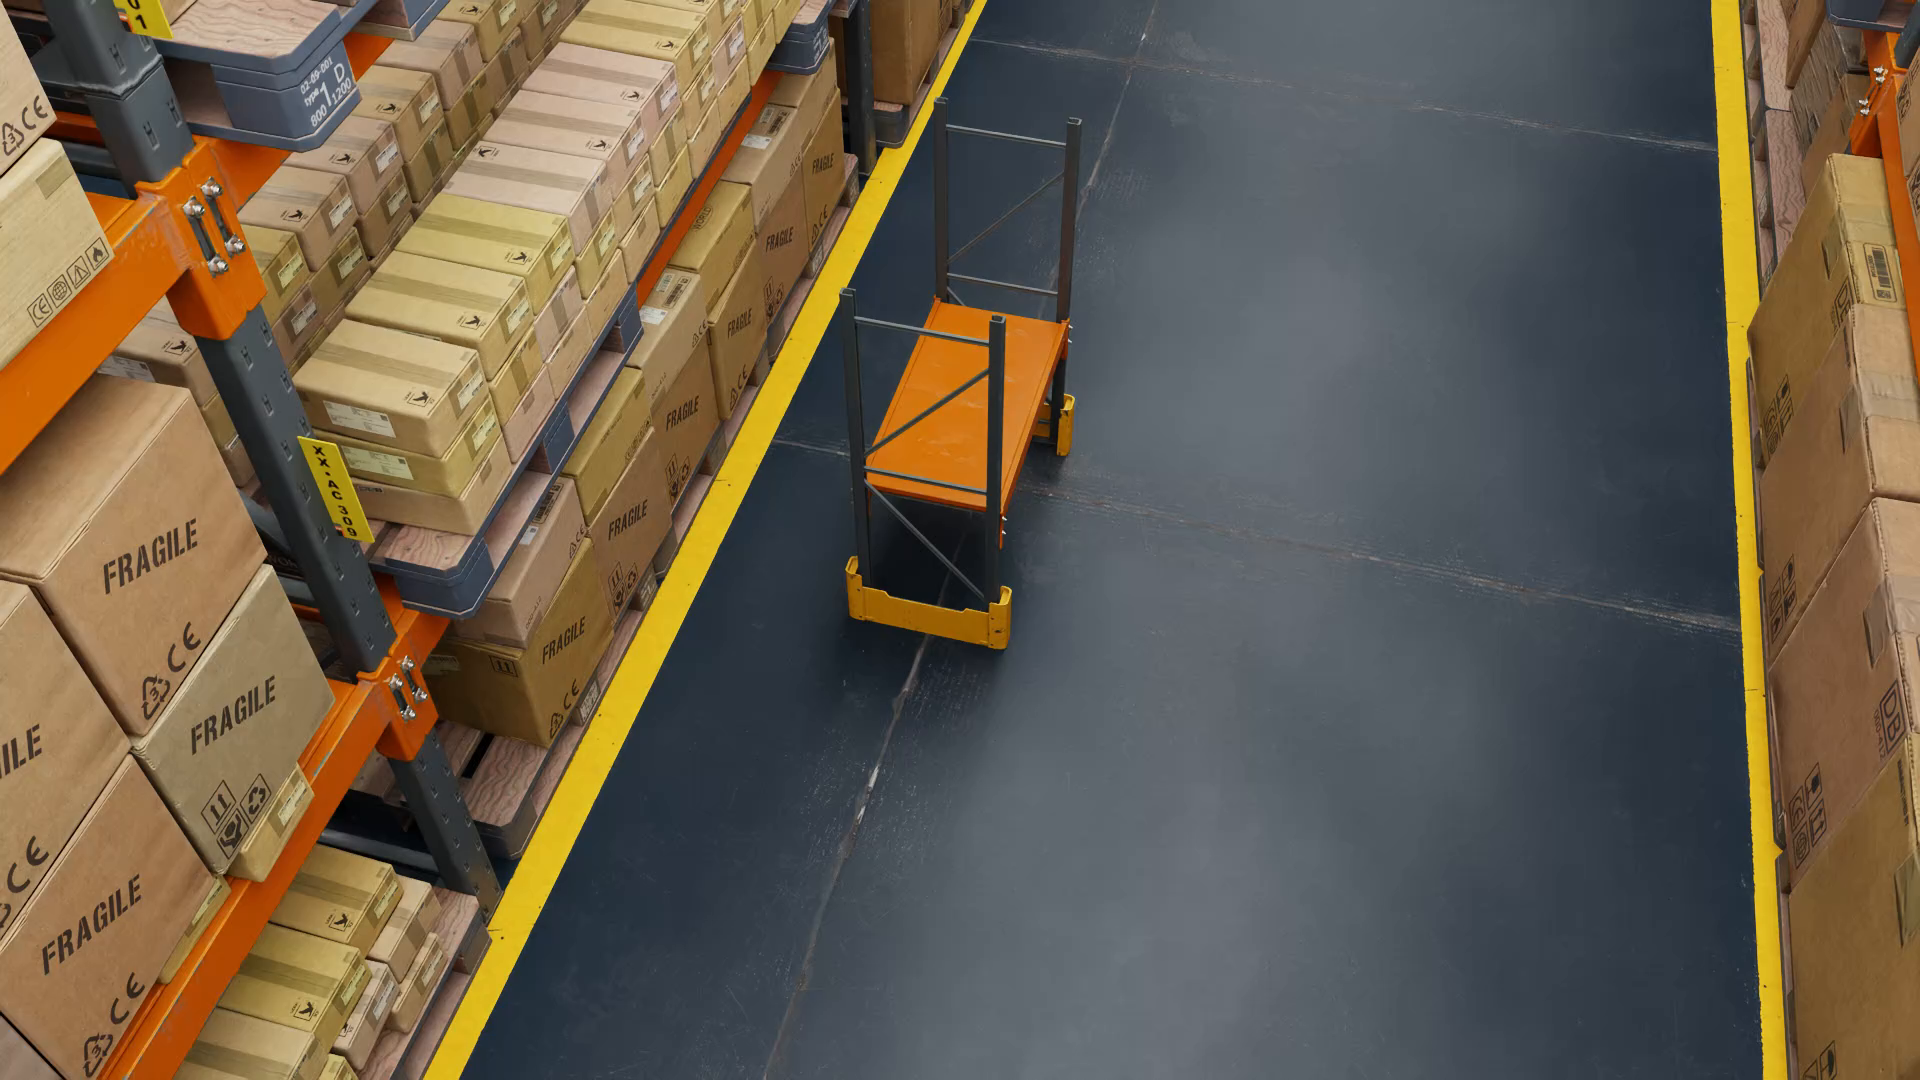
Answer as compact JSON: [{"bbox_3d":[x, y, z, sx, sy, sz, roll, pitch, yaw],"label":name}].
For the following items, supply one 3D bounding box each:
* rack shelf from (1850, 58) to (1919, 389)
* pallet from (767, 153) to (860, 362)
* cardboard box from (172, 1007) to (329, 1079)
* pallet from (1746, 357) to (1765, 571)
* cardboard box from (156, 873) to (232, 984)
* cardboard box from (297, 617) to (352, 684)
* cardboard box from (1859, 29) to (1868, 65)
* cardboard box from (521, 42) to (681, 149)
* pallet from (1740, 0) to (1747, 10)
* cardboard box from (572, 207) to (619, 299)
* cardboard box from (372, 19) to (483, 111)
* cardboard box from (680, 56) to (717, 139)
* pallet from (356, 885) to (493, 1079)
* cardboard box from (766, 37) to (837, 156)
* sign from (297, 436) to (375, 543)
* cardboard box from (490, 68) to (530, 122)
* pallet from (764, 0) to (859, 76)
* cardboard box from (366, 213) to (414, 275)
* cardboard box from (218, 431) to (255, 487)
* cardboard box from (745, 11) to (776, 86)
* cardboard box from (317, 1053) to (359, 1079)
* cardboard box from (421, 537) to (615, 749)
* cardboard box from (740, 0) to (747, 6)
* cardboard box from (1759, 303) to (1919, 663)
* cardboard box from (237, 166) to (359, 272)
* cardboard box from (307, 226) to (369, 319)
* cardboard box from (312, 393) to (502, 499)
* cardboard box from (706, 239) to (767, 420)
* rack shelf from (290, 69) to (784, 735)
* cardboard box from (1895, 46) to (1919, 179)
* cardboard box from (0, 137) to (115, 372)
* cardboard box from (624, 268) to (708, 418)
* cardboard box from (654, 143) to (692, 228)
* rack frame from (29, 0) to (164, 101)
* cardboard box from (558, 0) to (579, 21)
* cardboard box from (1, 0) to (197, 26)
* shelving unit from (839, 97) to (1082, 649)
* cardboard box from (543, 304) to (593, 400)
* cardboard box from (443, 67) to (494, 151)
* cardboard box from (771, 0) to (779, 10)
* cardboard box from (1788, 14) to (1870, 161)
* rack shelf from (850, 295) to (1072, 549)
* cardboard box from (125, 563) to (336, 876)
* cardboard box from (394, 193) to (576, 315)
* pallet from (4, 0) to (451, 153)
[{"bbox_3d":[3.345,-0.083,4.802,1.077,0.370,4.000,12,50,10],"label":"rack shelf"},{"bbox_3d":[-1.094,-1.331,7.284,1.003,0.211,1.213,12,50,10],"label":"pallet"},{"bbox_3d":[-1.870,1.365,4.270,0.380,0.149,0.250,11,50,10],"label":"cardboard box"},{"bbox_3d":[3.591,-0.289,6.364,1.003,0.211,1.213,12,50,10],"label":"pallet"},{"bbox_3d":[-1.880,0.799,3.711,0.380,0.149,0.250,13,50,12],"label":"cardboard box"},{"bbox_3d":[-1.988,0.177,5.480,0.500,0.500,0.500,11,49,9],"label":"cardboard box"},{"bbox_3d":[4.149,-2.210,7.073,0.500,0.250,0.500,17,51,14],"label":"cardboard box"},{"bbox_3d":[-1.053,-1.308,4.894,0.380,0.149,0.250,13,50,11],"label":"cardboard box"},{"bbox_3d":[4.721,-3.174,8.911,1.003,0.211,1.213,12,50,10],"label":"pallet"},{"bbox_3d":[-1.191,-0.837,4.677,0.380,0.149,0.250,10,49,8],"label":"cardboard box"},{"bbox_3d":[-1.679,-1.450,5.020,0.380,0.149,0.250,10,49,8],"label":"cardboard box"},{"bbox_3d":[-0.983,-1.406,5.179,0.380,0.149,0.250,11,49,9],"label":"cardboard box"},{"bbox_3d":[-2.083,1.490,4.794,1.003,0.211,1.213,12,50,10],"label":"pallet"},{"bbox_3d":[-0.814,-1.833,6.754,0.500,0.250,0.500,11,49,9],"label":"cardboard box"},{"bbox_3d":[-1.414,-0.111,3.770,0.100,0.325,0.005,12,50,10],"label":"sign"},{"bbox_3d":[-1.617,-1.444,5.411,0.380,0.149,0.250,10,49,9],"label":"cardboard box"},{"bbox_3d":[-0.972,-2.219,6.336,1.213,0.211,1.003,12,50,10],"label":"pallet"},{"bbox_3d":[-1.825,-0.857,4.893,0.380,0.149,0.250,9,49,8],"label":"cardboard box"},{"bbox_3d":[-2.026,-0.308,4.409,0.380,0.149,0.250,11,49,9],"label":"cardboard box"},{"bbox_3d":[-0.846,-1.687,5.626,0.380,0.149,0.250,10,49,8],"label":"cardboard box"},{"bbox_3d":[-1.829,1.466,4.378,0.380,0.149,0.250,10,49,9],"label":"cardboard box"},{"bbox_3d":[-1.490,0.280,5.389,0.500,0.500,0.500,13,50,11],"label":"cardboard box"},{"bbox_3d":[-0.847,-1.889,5.407,0.380,0.149,0.250,12,50,10],"label":"cardboard box"},{"bbox_3d":[3.428,-0.065,5.444,1.225,0.875,0.875,12,50,10],"label":"cardboard box"},{"bbox_3d":[-1.883,-0.888,4.524,0.380,0.149,0.250,10,49,9],"label":"cardboard box"},{"bbox_3d":[-1.889,-0.776,4.624,0.380,0.149,0.250,14,50,12],"label":"cardboard box"},{"bbox_3d":[-1.393,-0.274,4.180,0.380,0.149,0.250,12,50,11],"label":"cardboard box"},{"bbox_3d":[-1.072,-0.843,6.380,0.500,0.500,0.500,10,49,8],"label":"cardboard box"},{"bbox_3d":[-1.414,-1.134,5.730,1.077,0.370,4.000,12,50,10],"label":"rack shelf"},{"bbox_3d":[3.481,-1.502,5.509,0.500,0.500,0.500,13,50,11],"label":"cardboard box"},{"bbox_3d":[-1.809,-0.460,2.755,0.500,0.250,0.500,13,50,11],"label":"cardboard box"},{"bbox_3d":[-1.214,-0.722,5.773,0.500,0.250,0.500,13,50,11],"label":"cardboard box"},{"bbox_3d":[-1.054,-1.121,5.127,0.380,0.149,0.250,11,49,9],"label":"cardboard box"},{"bbox_3d":[-1.940,-1.911,1.935,1.000,3.000,0.127,12,50,10],"label":"rack frame"},{"bbox_3d":[-1.477,-1.910,5.625,0.380,0.149,0.250,12,50,10],"label":"cardboard box"},{"bbox_3d":[-1.734,-1.343,3.087,0.700,0.500,0.500,12,50,10],"label":"cardboard box"},{"bbox_3d":[0.020,-0.551,5.736,0.587,1.500,1.083,12,50,10],"label":"shelving unit"},{"bbox_3d":[-1.256,-0.558,4.629,0.380,0.149,0.250,12,50,10],"label":"cardboard box"},{"bbox_3d":[-1.682,-1.361,5.140,0.380,0.149,0.250,12,50,10],"label":"cardboard box"},{"bbox_3d":[-0.780,-1.961,5.669,0.380,0.149,0.250,12,50,10],"label":"cardboard box"},{"bbox_3d":[4.162,-1.978,7.369,0.700,0.500,0.500,8,49,7],"label":"cardboard box"},{"bbox_3d":[0.022,-0.439,5.877,0.538,0.185,1.000,12,50,10],"label":"rack shelf"},{"bbox_3d":[-1.795,0.348,3.677,0.500,0.500,0.500,12,50,10],"label":"cardboard box"},{"bbox_3d":[-1.255,-0.760,4.411,0.380,0.149,0.250,12,50,10],"label":"cardboard box"},{"bbox_3d":[-1.675,-1.282,3.505,1.213,0.211,1.003,12,50,10],"label":"pallet"}]
